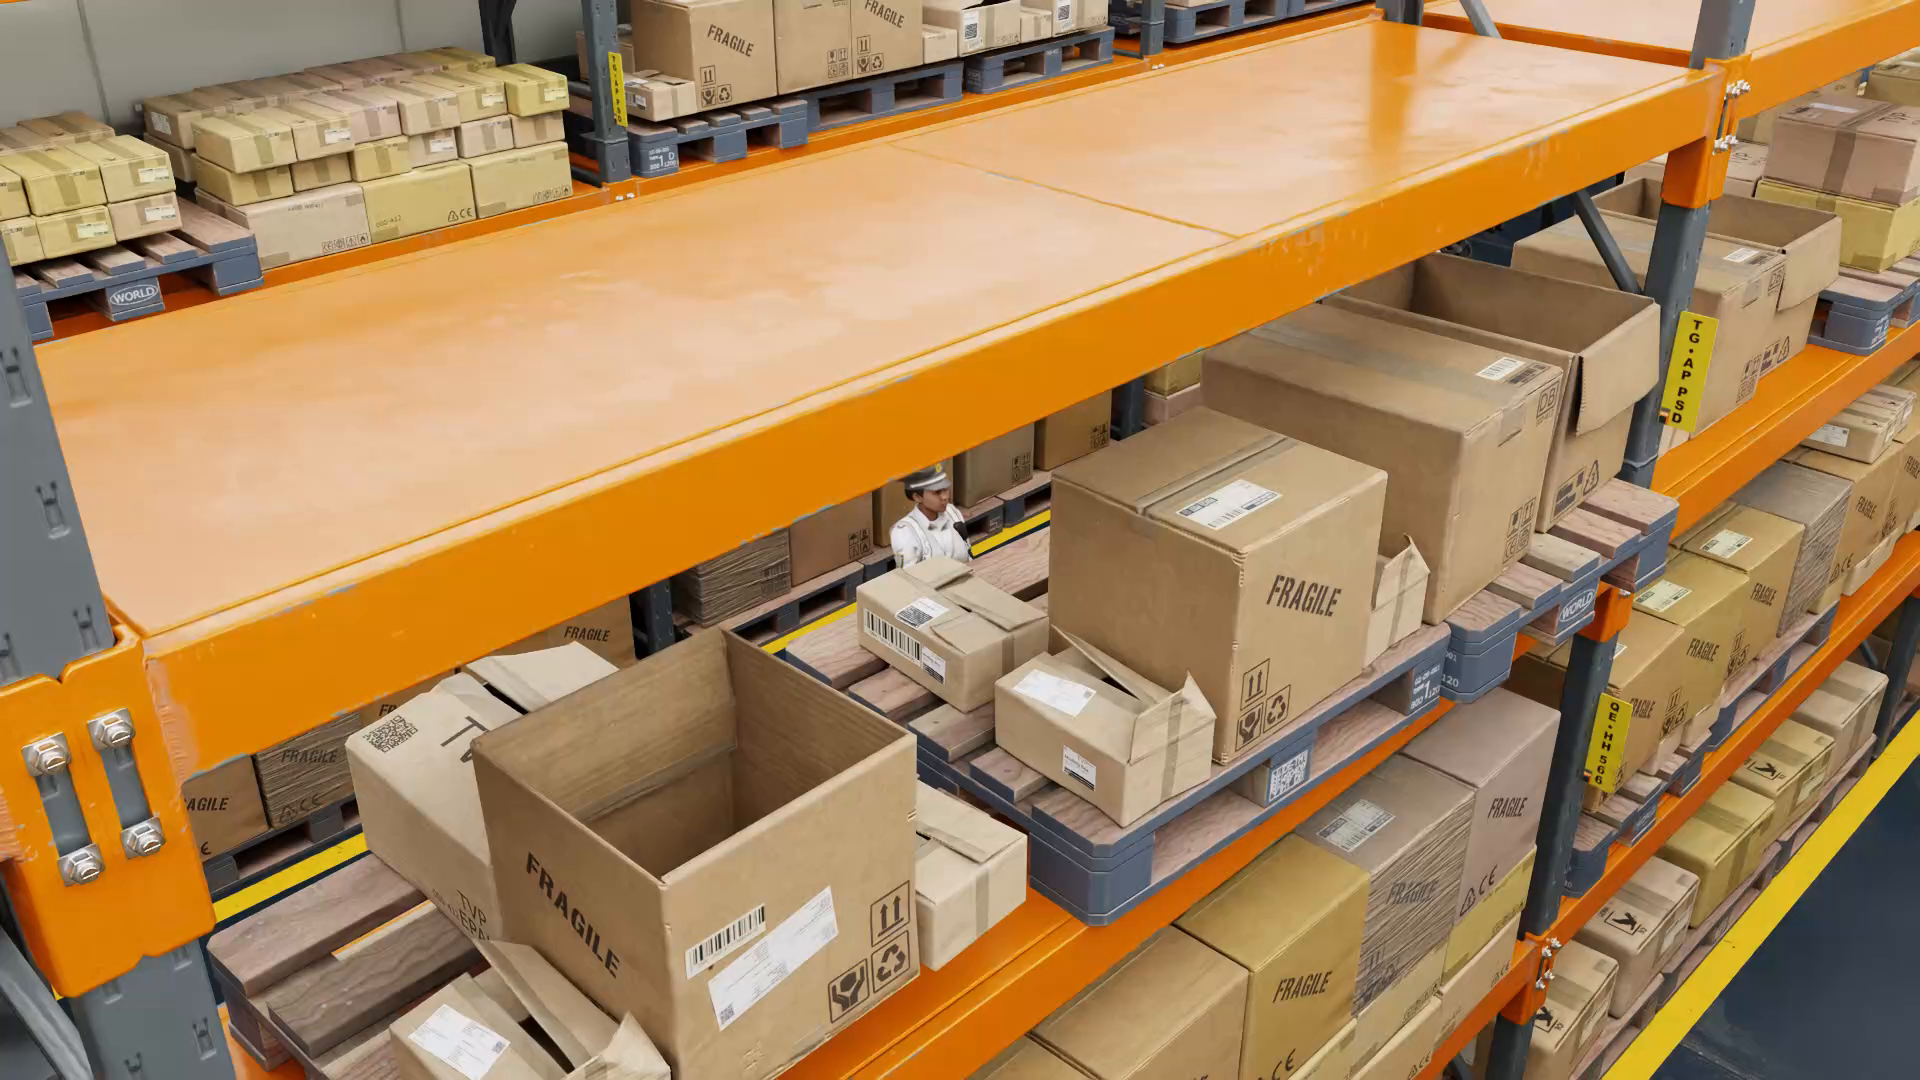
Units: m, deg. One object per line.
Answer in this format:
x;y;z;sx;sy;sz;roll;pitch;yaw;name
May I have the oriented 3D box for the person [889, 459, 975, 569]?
-0.077;0.400;8.117;0.550;1.690;0.469;25;37;38;person
